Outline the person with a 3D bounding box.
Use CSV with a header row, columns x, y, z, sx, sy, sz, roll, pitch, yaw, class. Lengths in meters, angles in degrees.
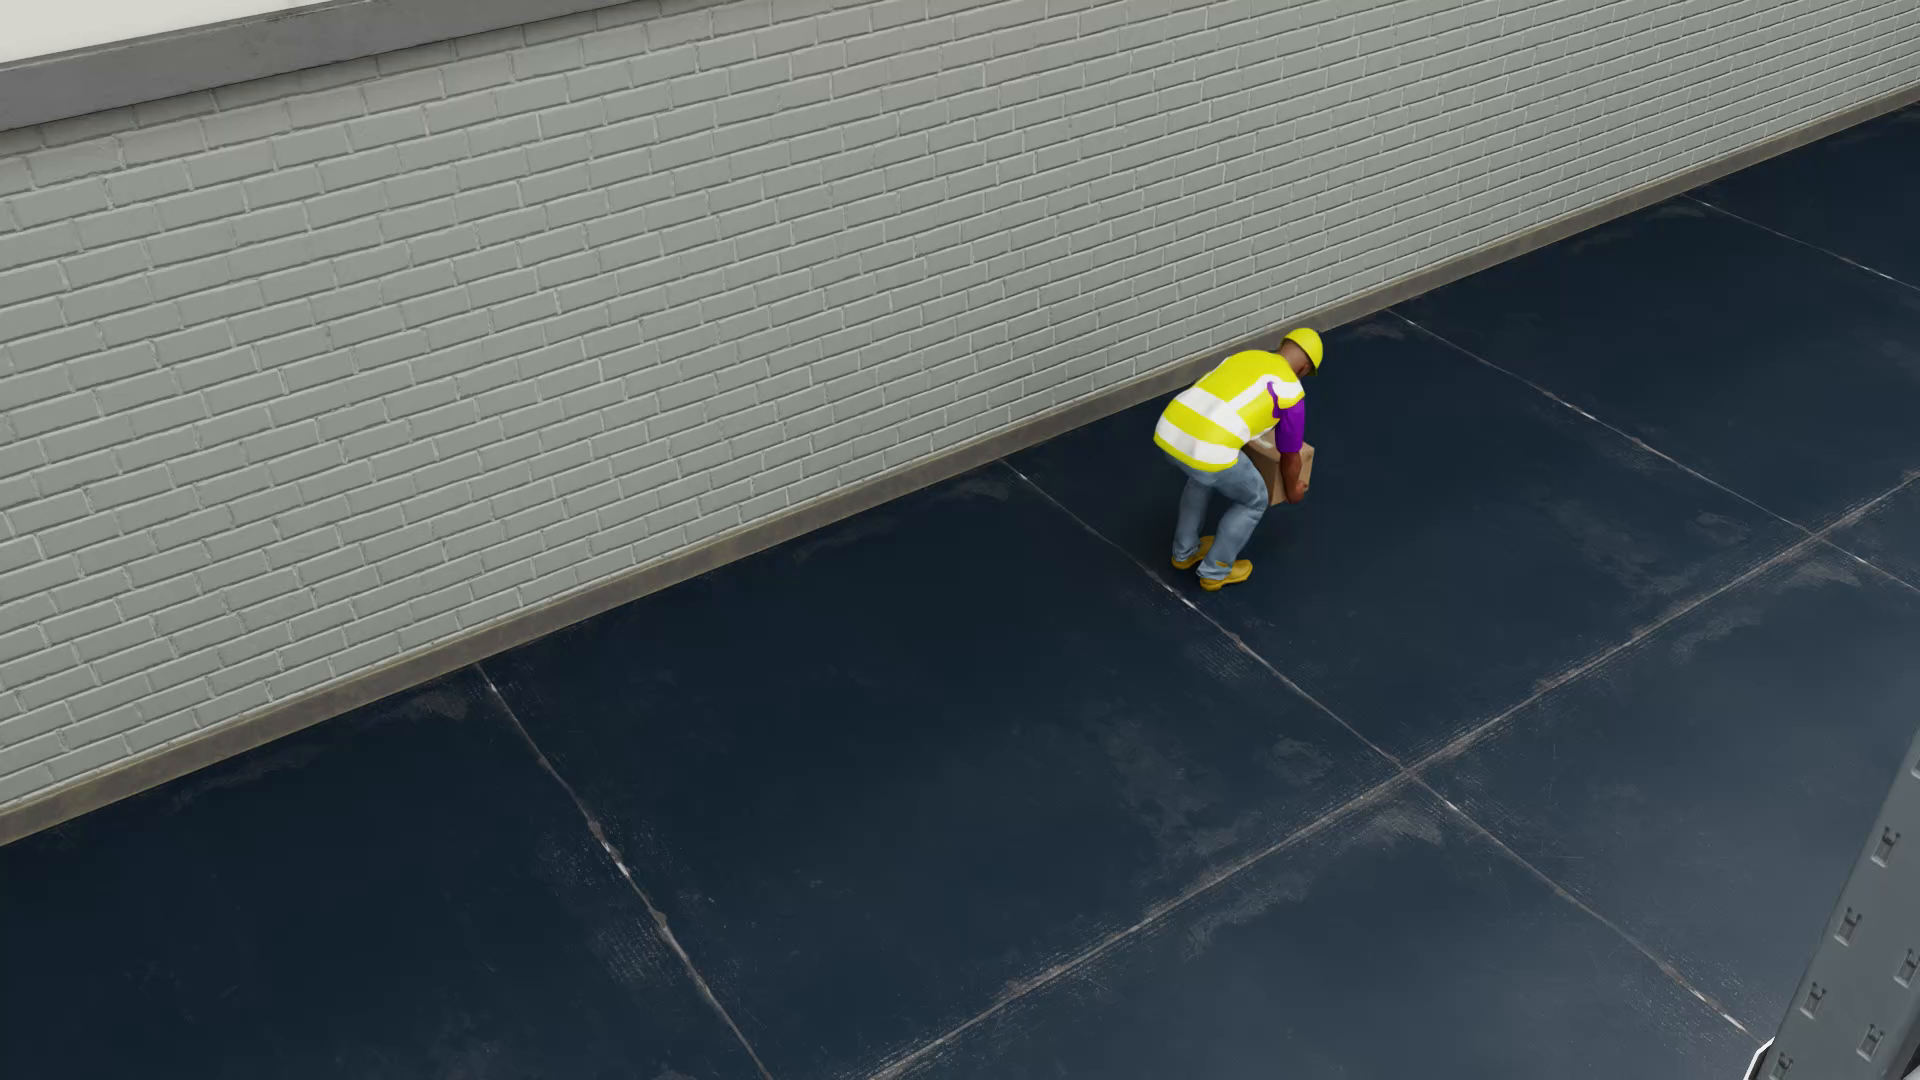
x,y,z,sx,sy,sz,roll,pitch,yaw,class
1.344,-0.391,8.025,0.956,1.165,0.503,-25,43,-30,person
